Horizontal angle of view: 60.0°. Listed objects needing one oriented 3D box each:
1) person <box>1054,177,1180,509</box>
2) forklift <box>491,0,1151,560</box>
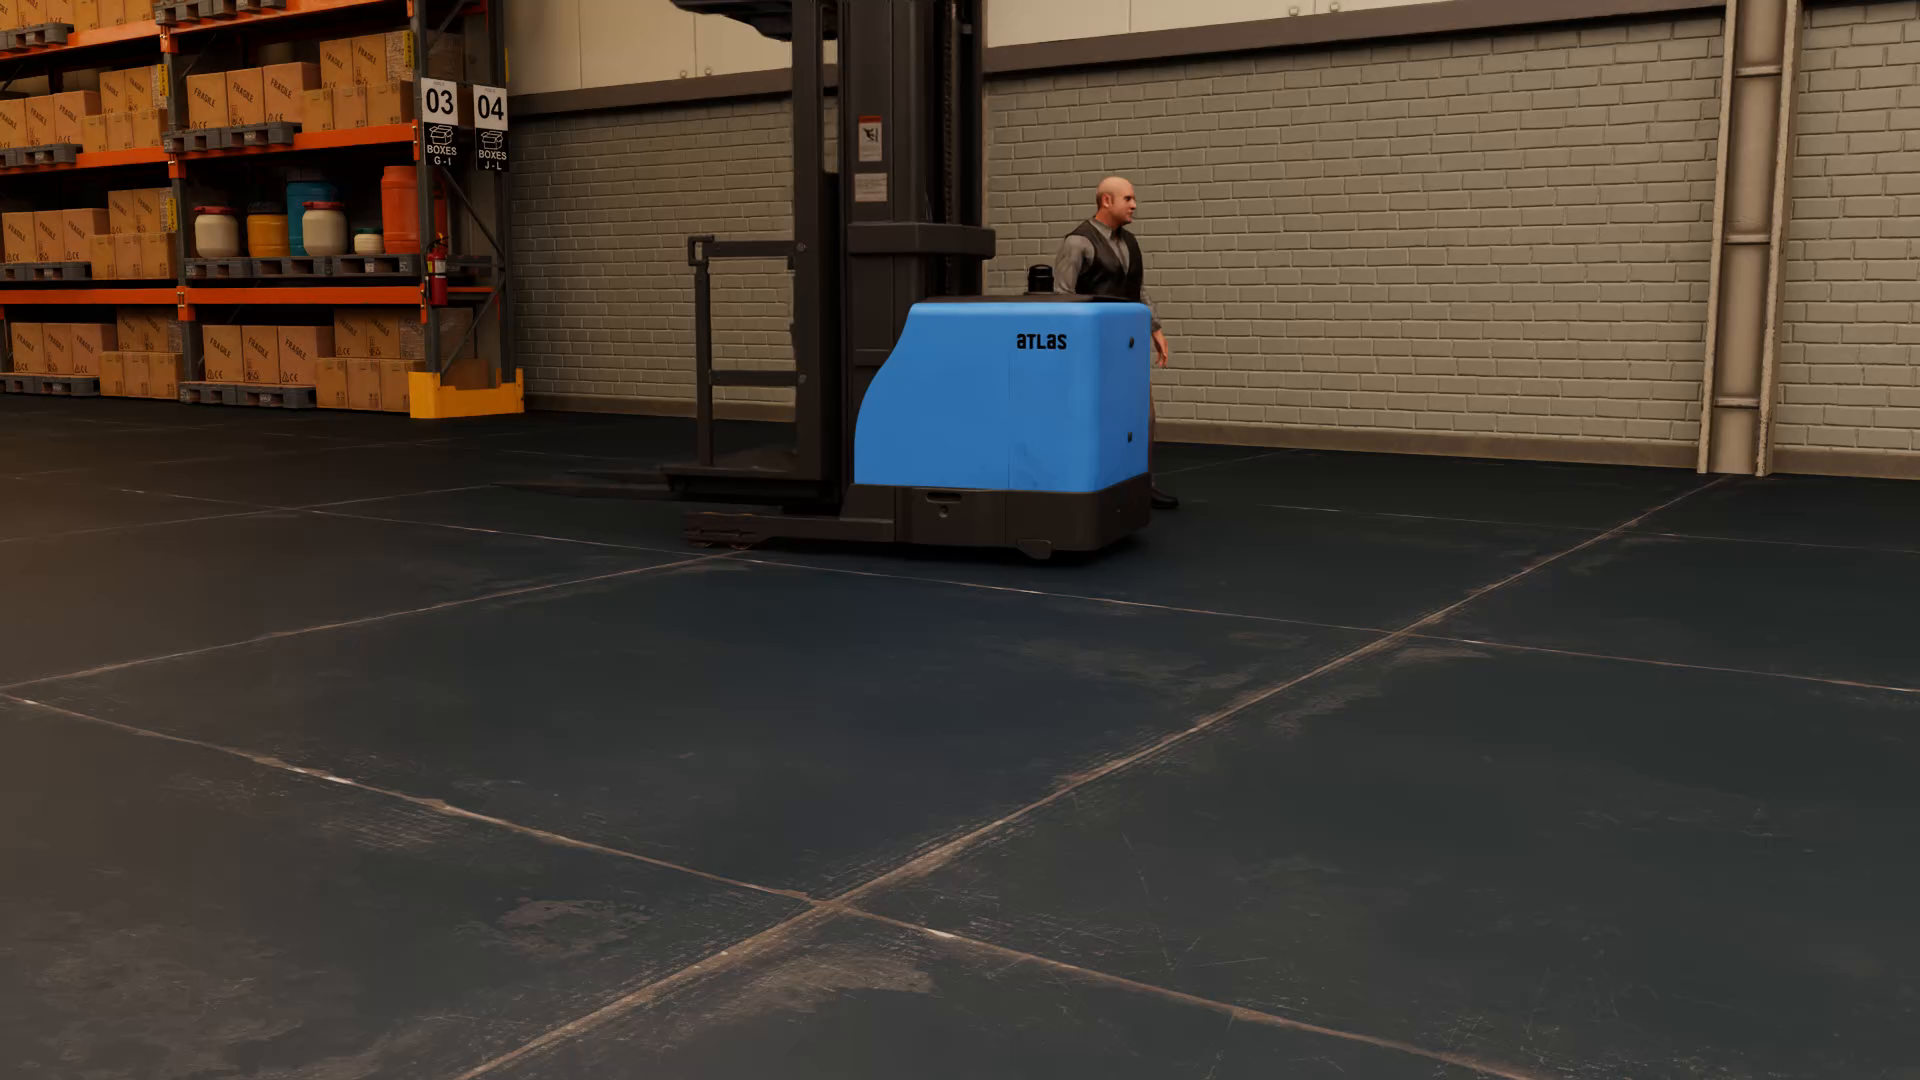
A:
[{"bbox_3d":[0.777,-0.995,8.549,0.728,1.705,0.421,-8,11,-44],"label":"person"},{"bbox_3d":[-0.700,-1.471,7.540,3.031,2.935,1.130,3,9,20],"label":"forklift"}]
